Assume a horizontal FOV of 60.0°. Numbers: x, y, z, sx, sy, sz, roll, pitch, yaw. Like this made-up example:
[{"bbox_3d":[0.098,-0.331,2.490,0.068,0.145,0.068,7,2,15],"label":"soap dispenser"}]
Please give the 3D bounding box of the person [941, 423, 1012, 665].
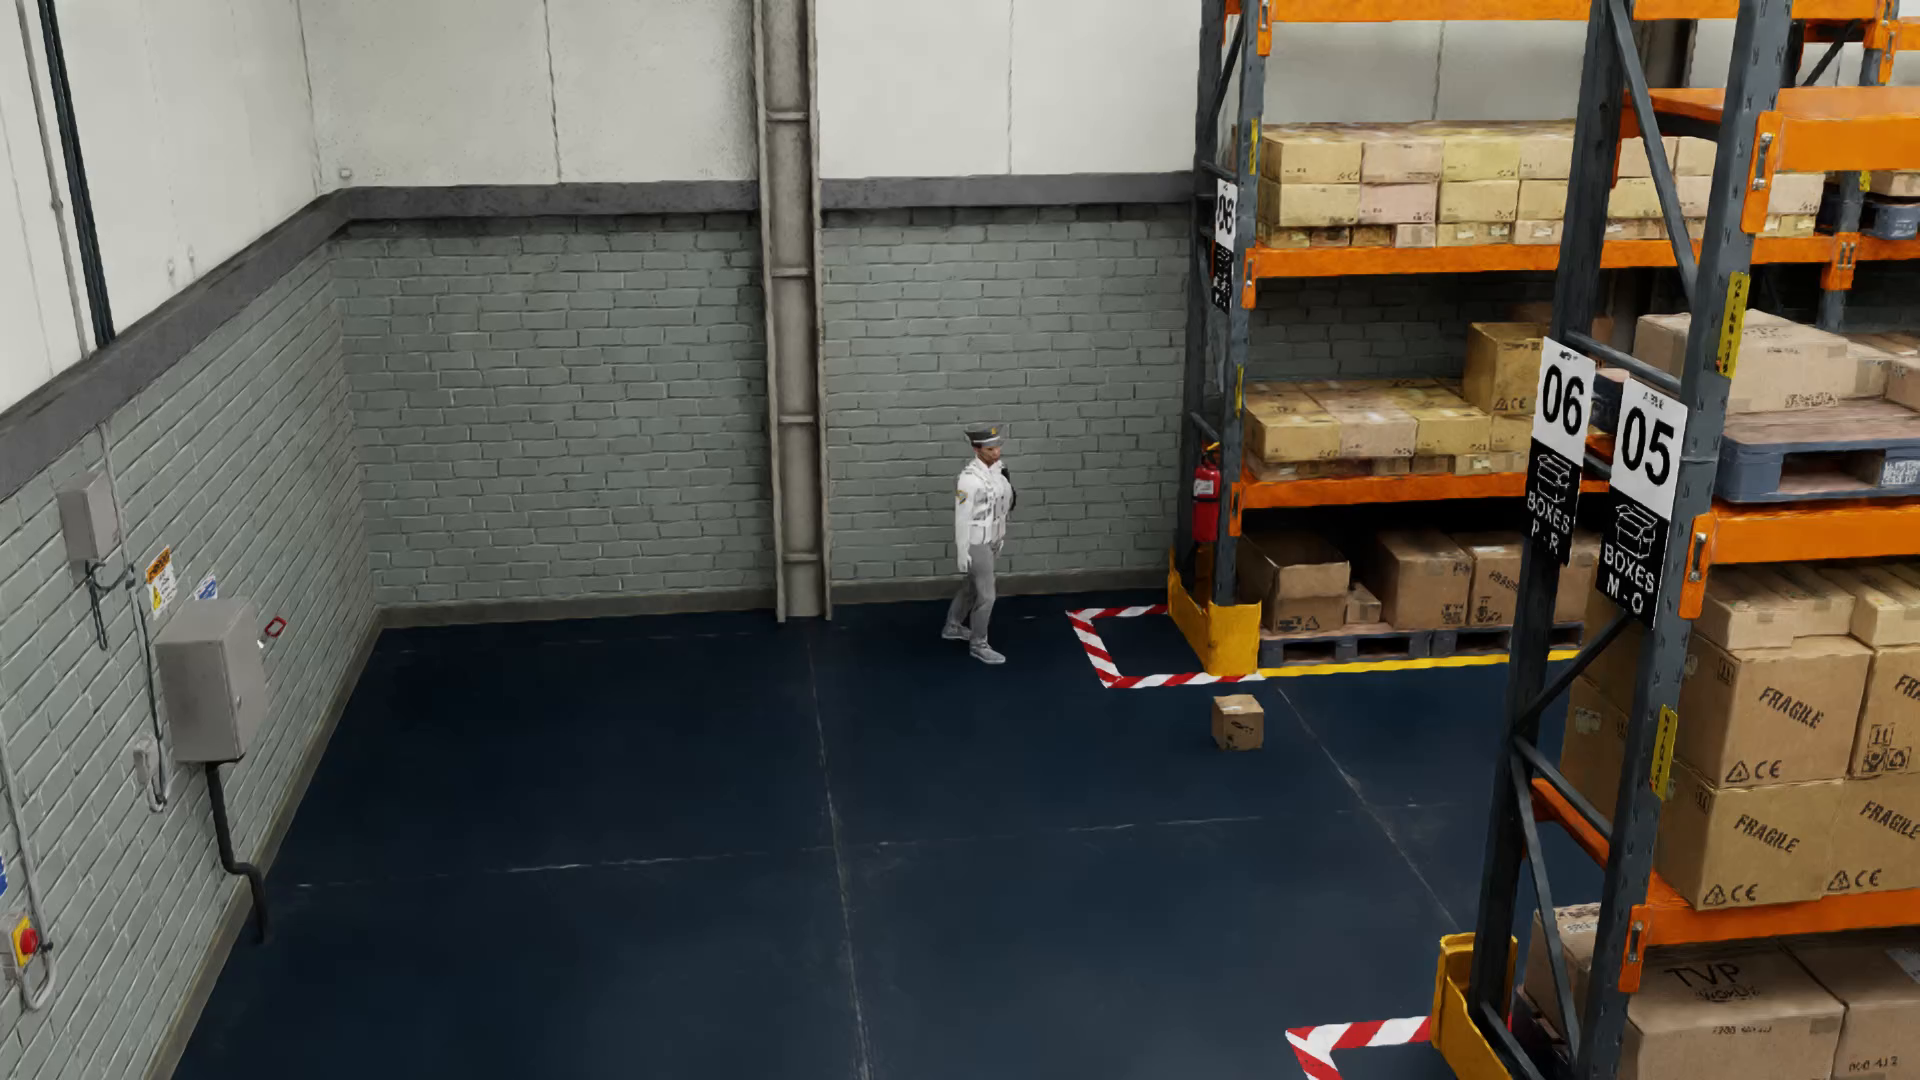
[{"bbox_3d":[13.118,-0.704,6.878,27.148,5.866,5.702,10,22,25],"label":"person"}]
